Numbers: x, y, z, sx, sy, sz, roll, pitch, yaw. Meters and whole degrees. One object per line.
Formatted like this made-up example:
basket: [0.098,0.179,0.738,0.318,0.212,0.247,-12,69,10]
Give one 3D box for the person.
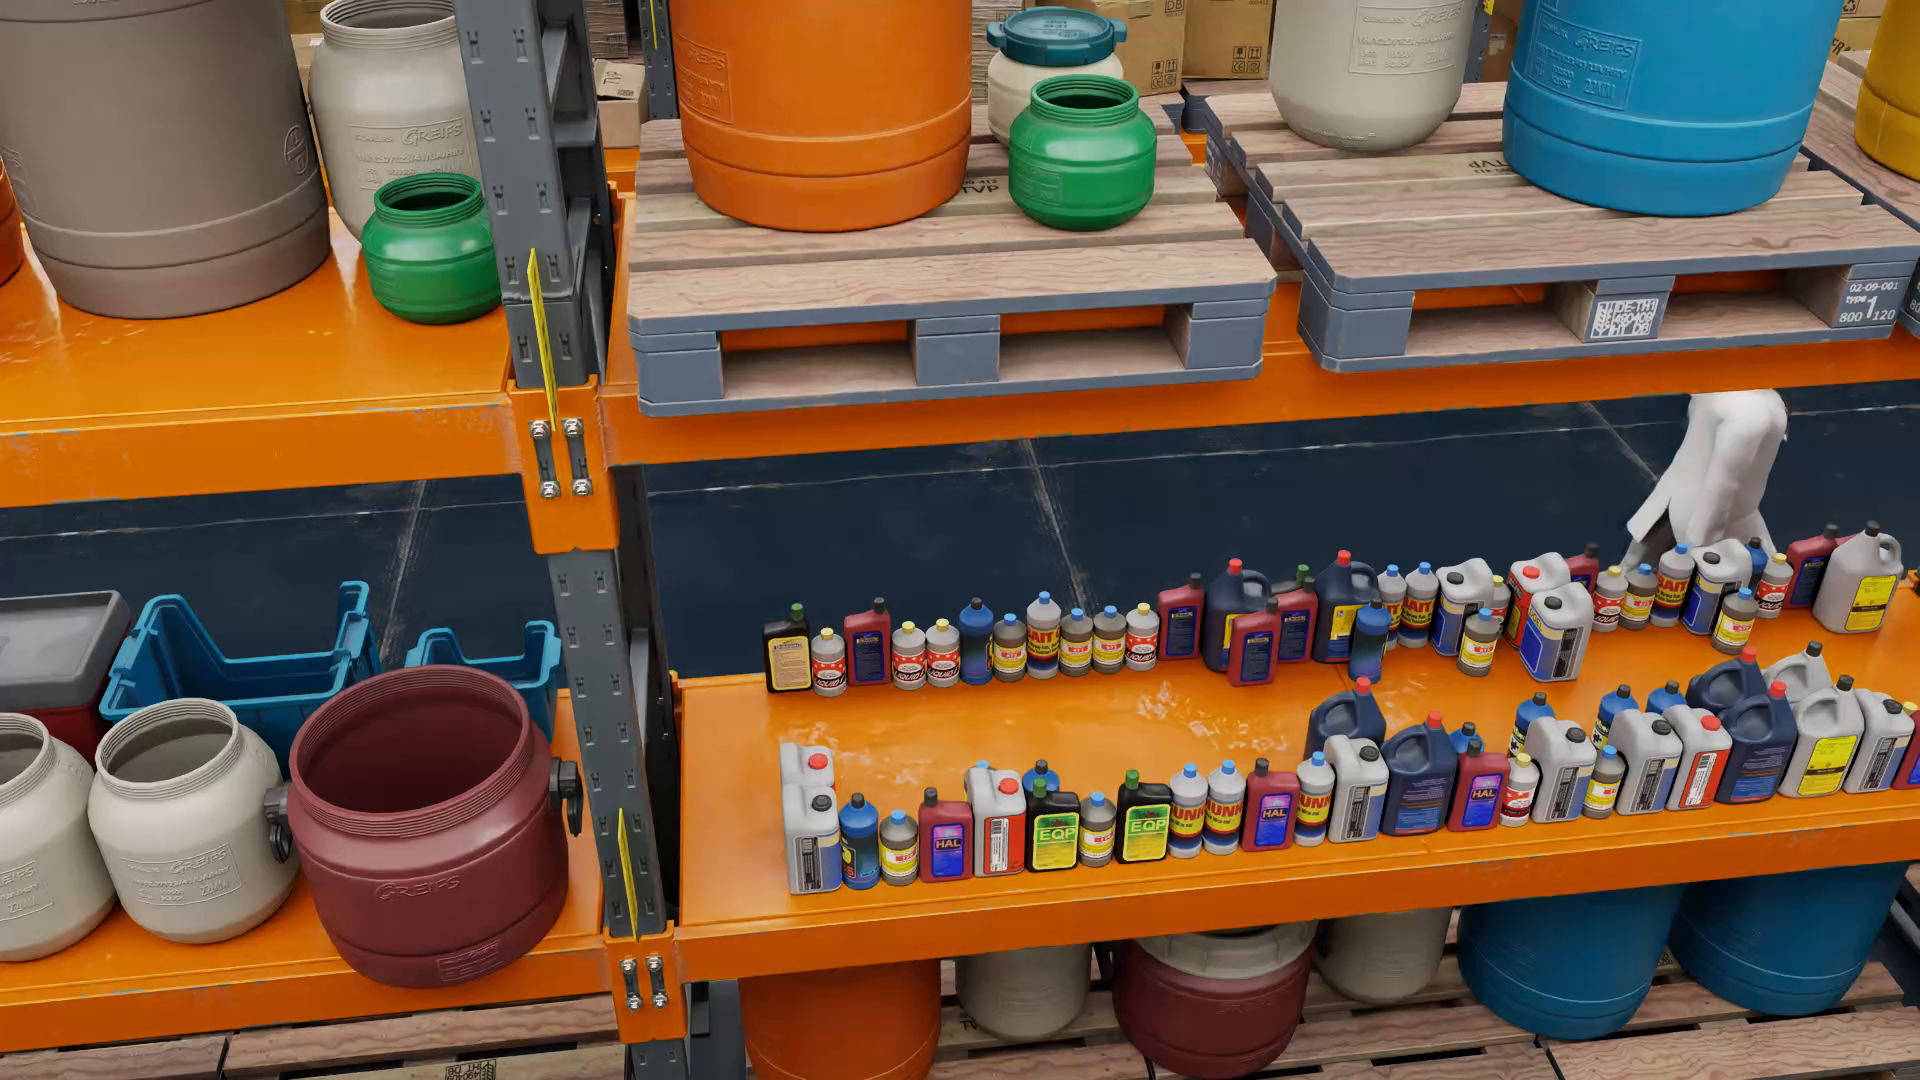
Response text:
person: [2.892,-0.131,6.346,1.092,1.725,0.640,-1,34,-2]
